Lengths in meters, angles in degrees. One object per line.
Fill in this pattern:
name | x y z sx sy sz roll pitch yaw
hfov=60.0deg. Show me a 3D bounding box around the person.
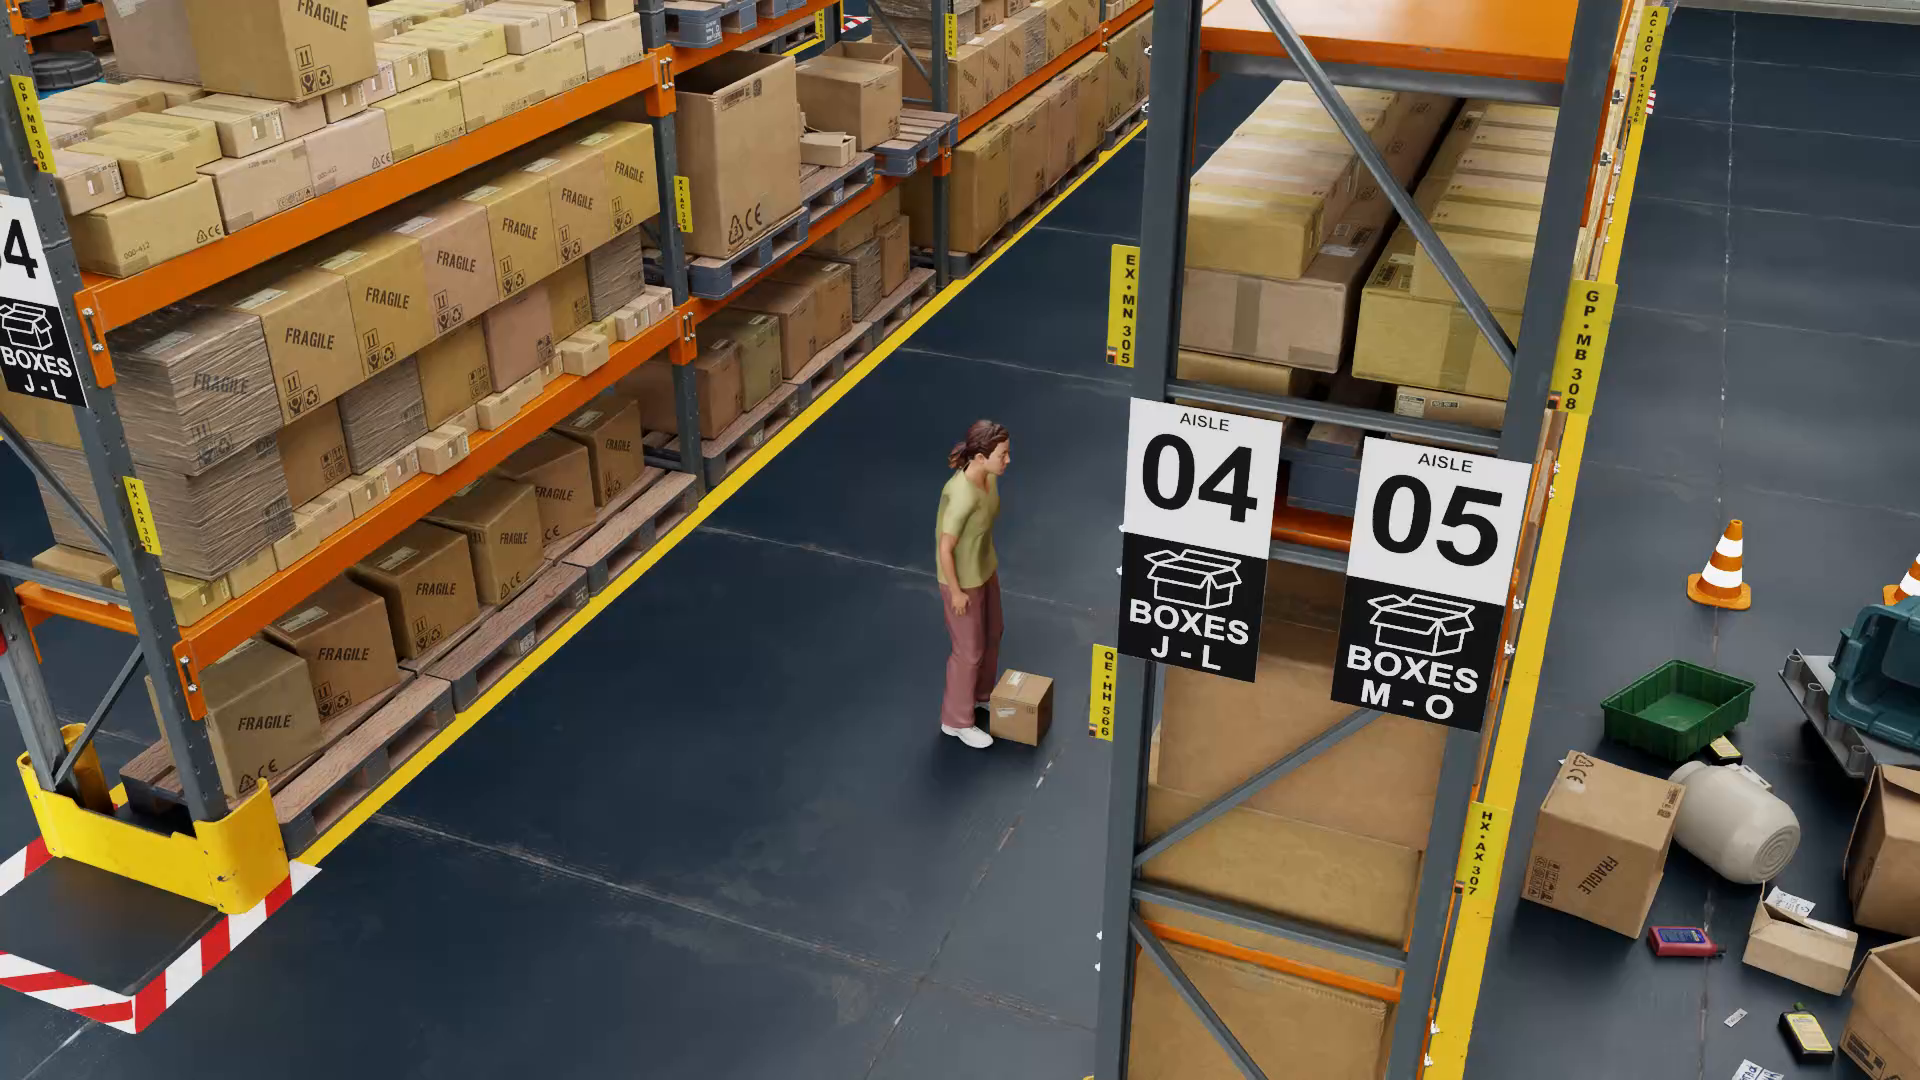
person | 0.074 0.182 8.076 0.363 1.672 0.496 11 31 18
